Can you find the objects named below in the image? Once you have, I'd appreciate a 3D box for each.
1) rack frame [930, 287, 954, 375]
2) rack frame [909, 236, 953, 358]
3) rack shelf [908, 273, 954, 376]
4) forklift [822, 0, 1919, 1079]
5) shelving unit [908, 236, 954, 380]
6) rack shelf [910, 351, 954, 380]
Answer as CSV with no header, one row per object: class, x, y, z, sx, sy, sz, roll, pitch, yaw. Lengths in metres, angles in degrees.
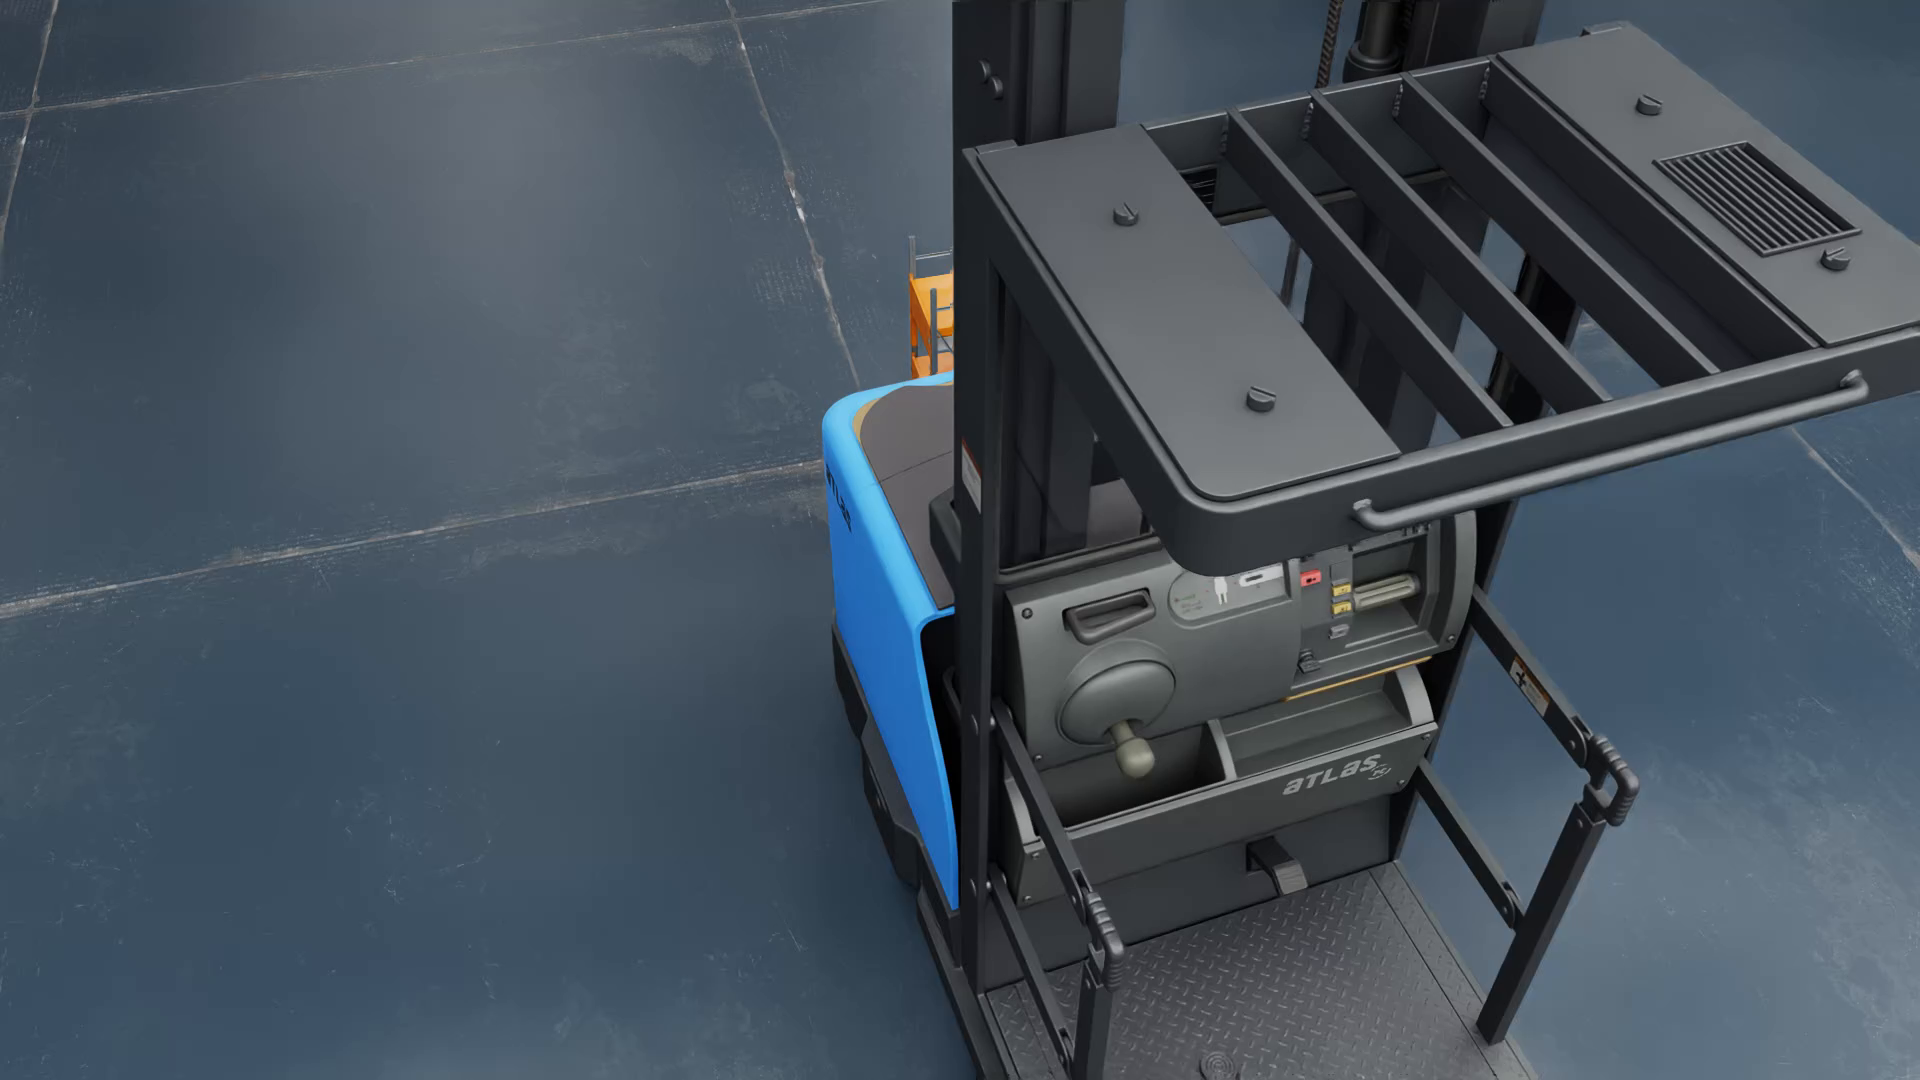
rack frame,0.018,-0.320,4.829,0.200,1.050,0.008,-11,47,-10
rack frame,-0.045,-0.489,4.994,0.200,1.050,0.008,-11,47,-10
rack shelf,-0.014,-0.596,4.716,0.215,0.259,0.240,-11,47,-10
forklift,0.614,0.256,2.947,1.130,2.935,3.031,-14,47,-14
shelving unit,-0.014,-0.404,4.911,0.215,1.050,0.252,-11,47,-10
rack shelf,-0.014,-0.397,4.919,0.215,0.259,0.240,-11,47,-10
